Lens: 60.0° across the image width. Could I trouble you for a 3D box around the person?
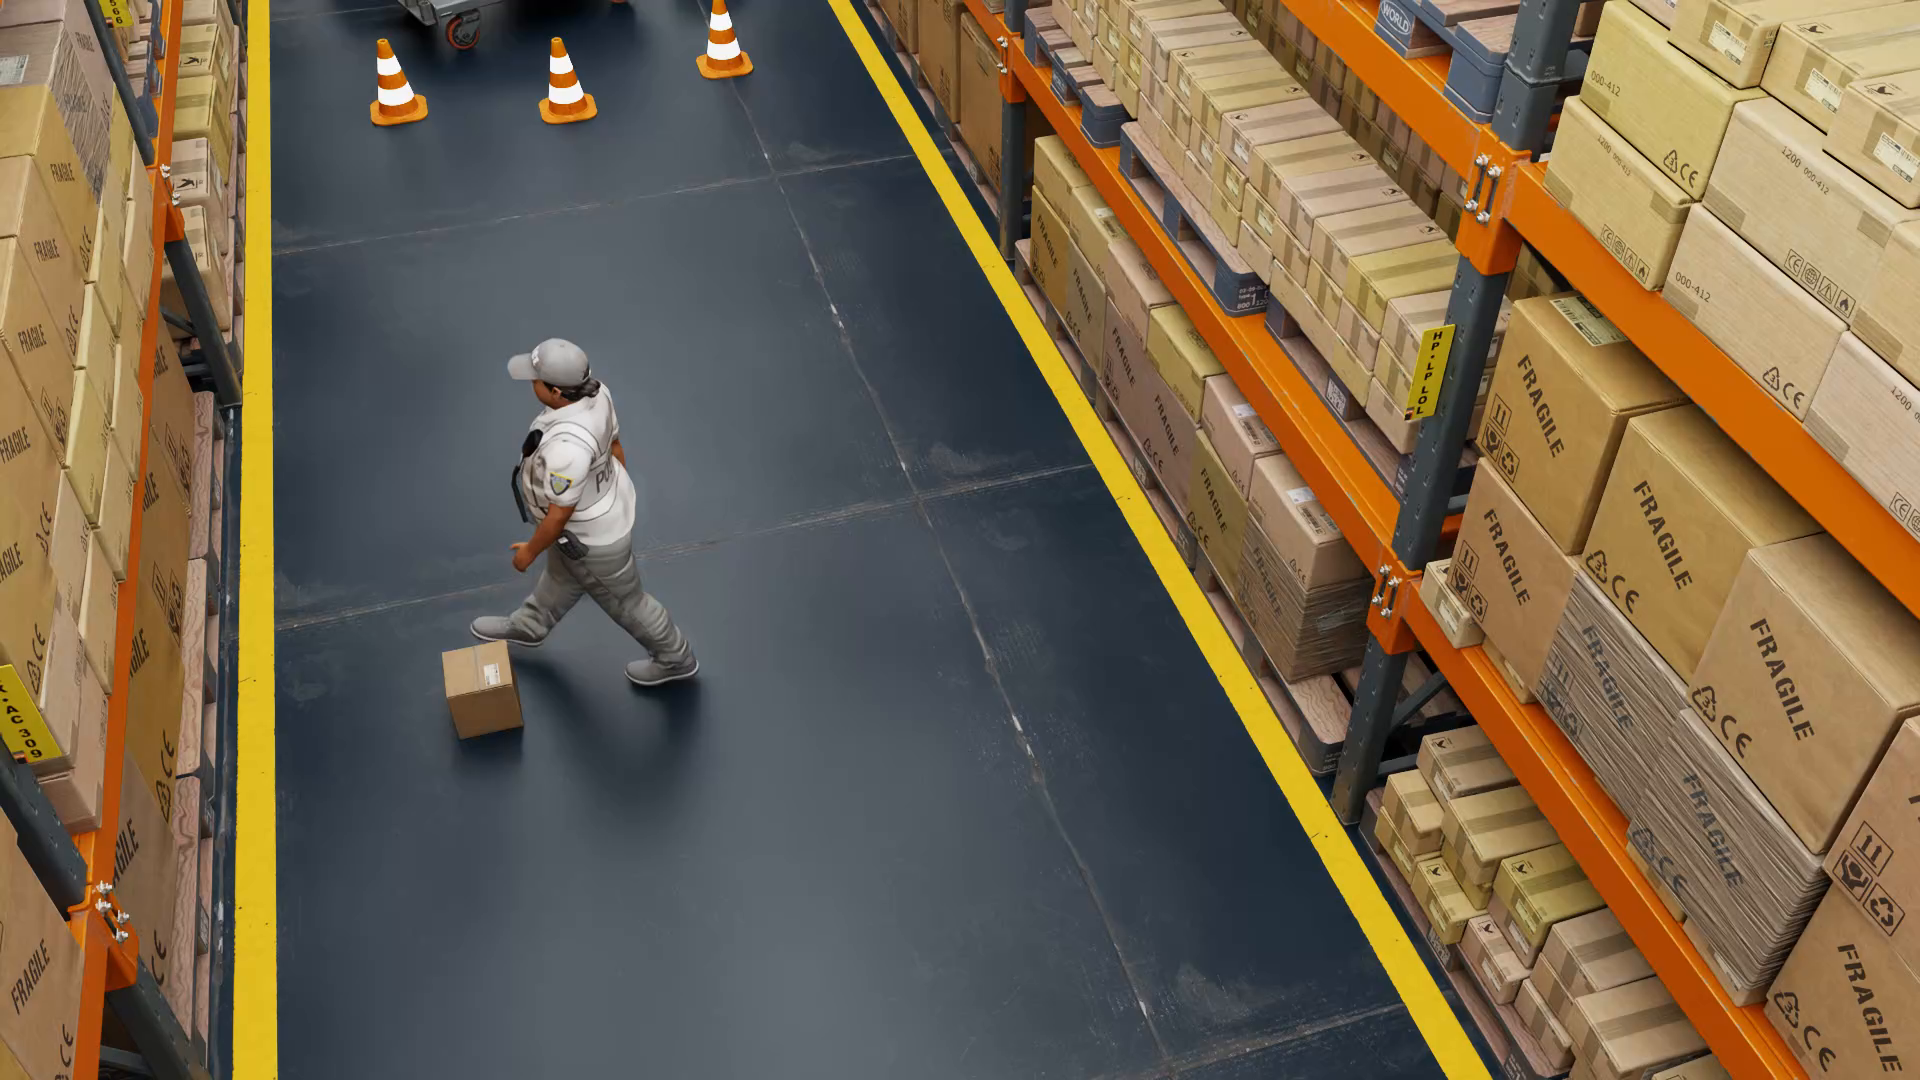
[{"bbox_3d":[-1.521,-0.059,6.206,0.926,1.626,0.485,-3,43,-4],"label":"person"}]
